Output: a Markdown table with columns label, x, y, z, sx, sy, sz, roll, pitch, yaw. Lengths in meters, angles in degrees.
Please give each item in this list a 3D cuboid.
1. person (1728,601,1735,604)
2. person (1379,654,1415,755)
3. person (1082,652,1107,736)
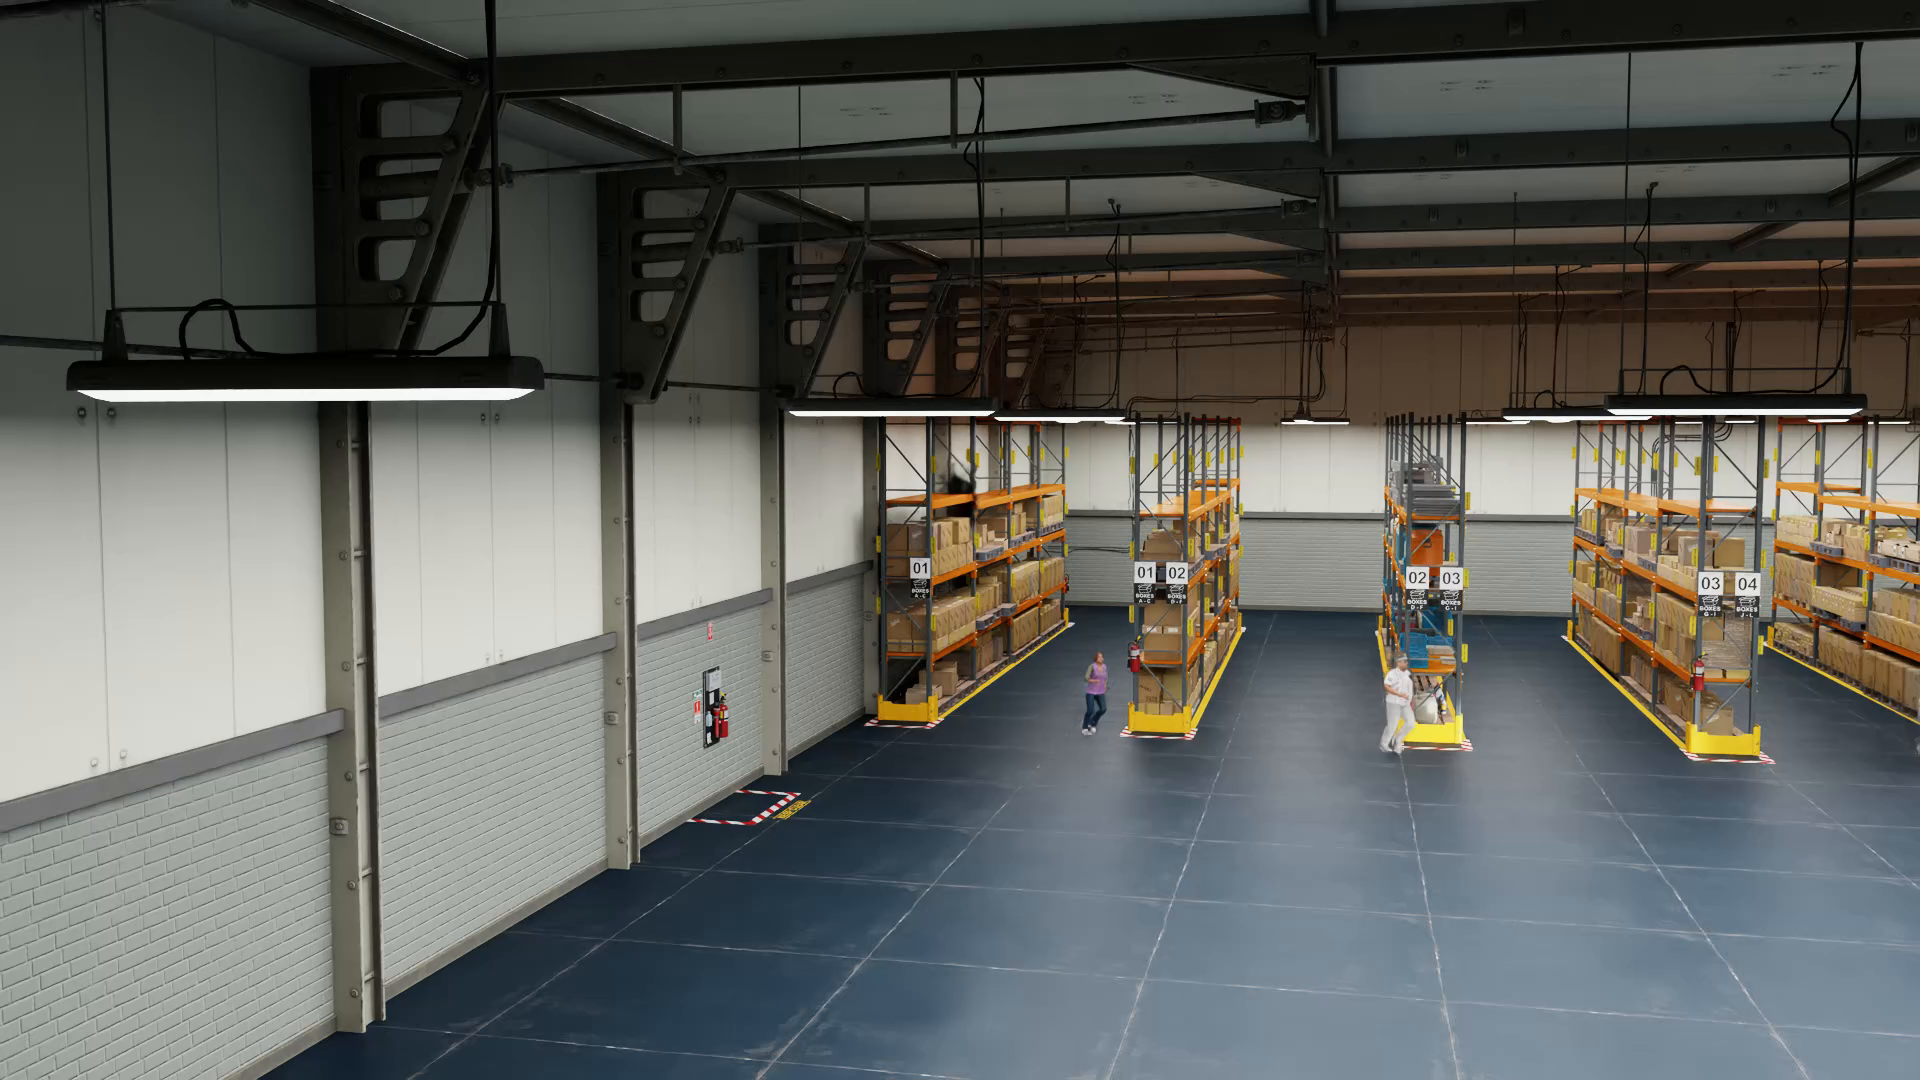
| label | x | y | z | sx | sy | sz | roll | pitch | yaw |
| --- | --- | --- | --- | --- | --- | --- | --- | --- | --- |
| person | 19.825 | 1.941 | 42.760 | 0.665 | 1.792 | 0.849 | 2 | 4 | 26 |
| person | 7.748 | 2.876 | 29.221 | 0.712 | 1.768 | 0.639 | -2 | 4 | -29 |
| person | 2.545 | 2.853 | 30.702 | 0.542 | 1.551 | 0.621 | -1 | 4 | -21 |
